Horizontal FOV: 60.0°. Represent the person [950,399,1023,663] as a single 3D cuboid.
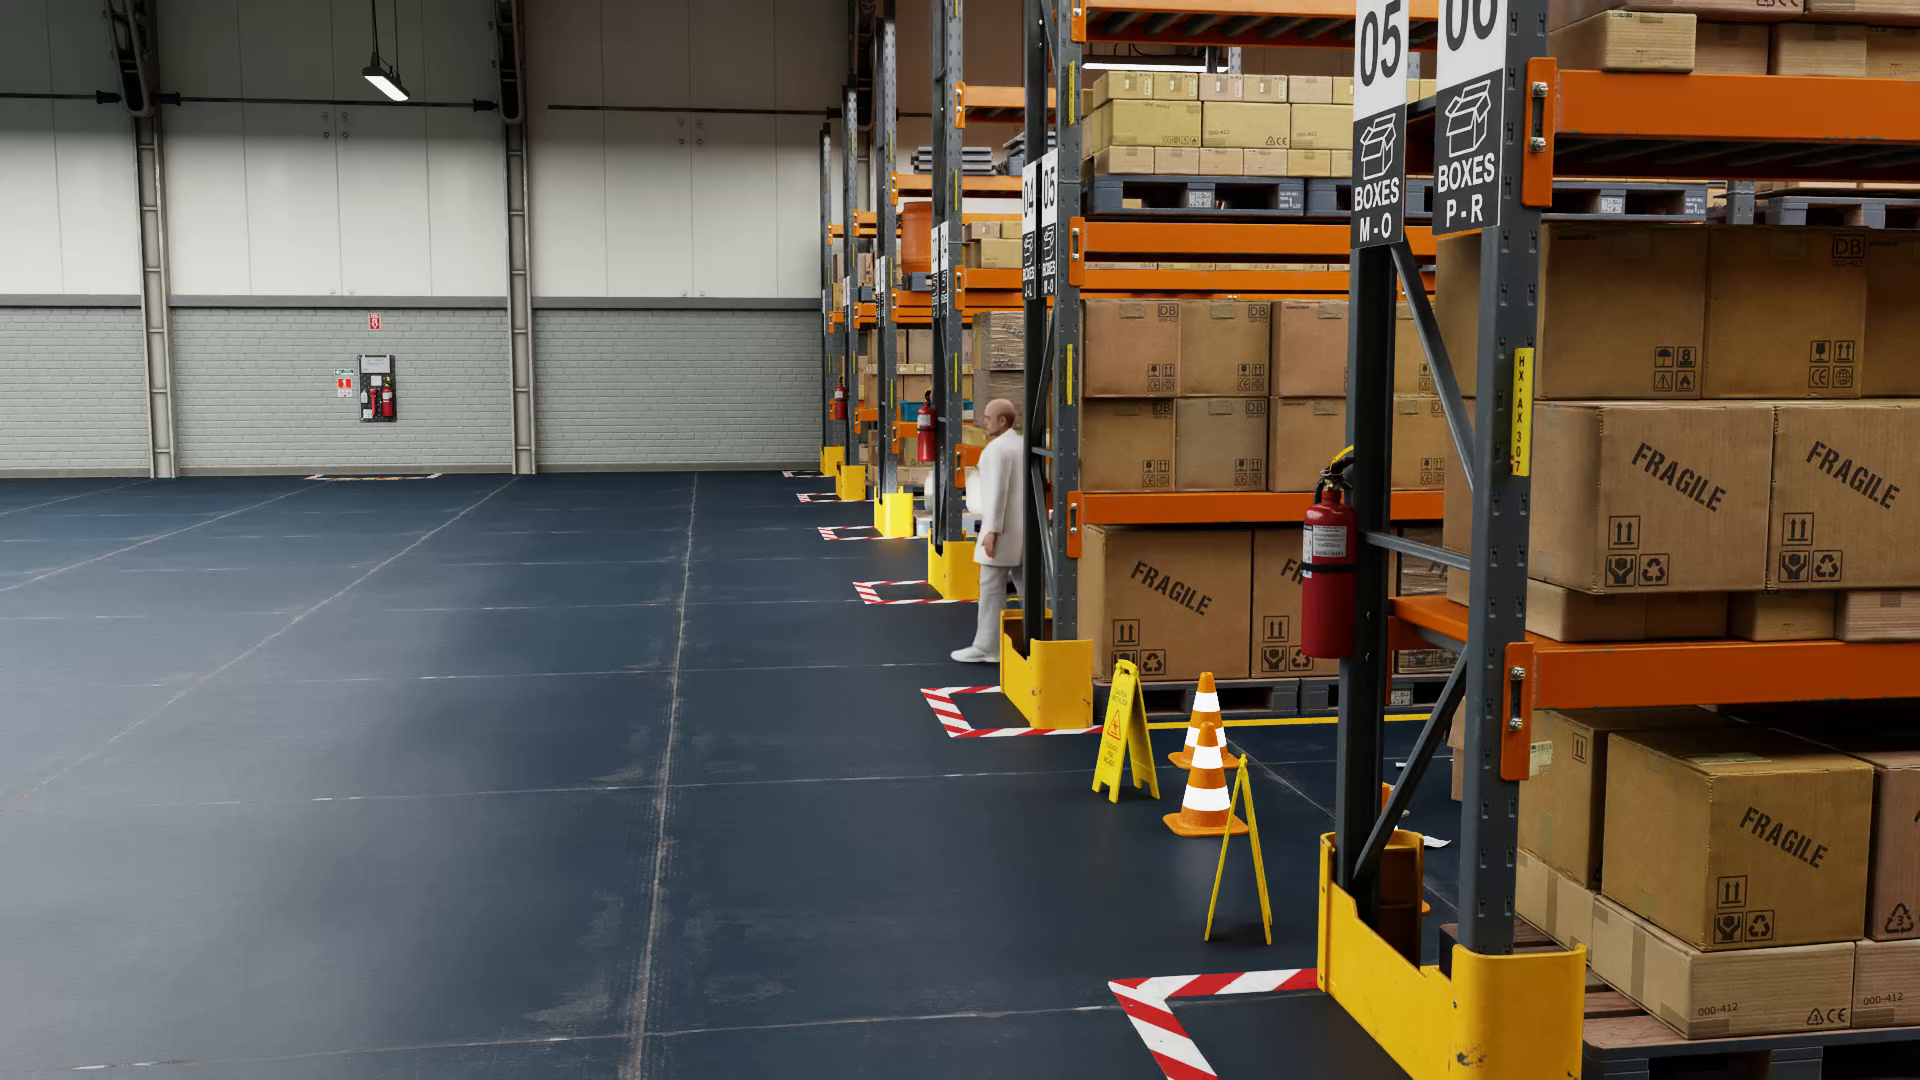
[{"bbox_3d":[0.304,-0.064,11.264,0.606,1.781,0.599,4,7,30],"label":"person"}]
